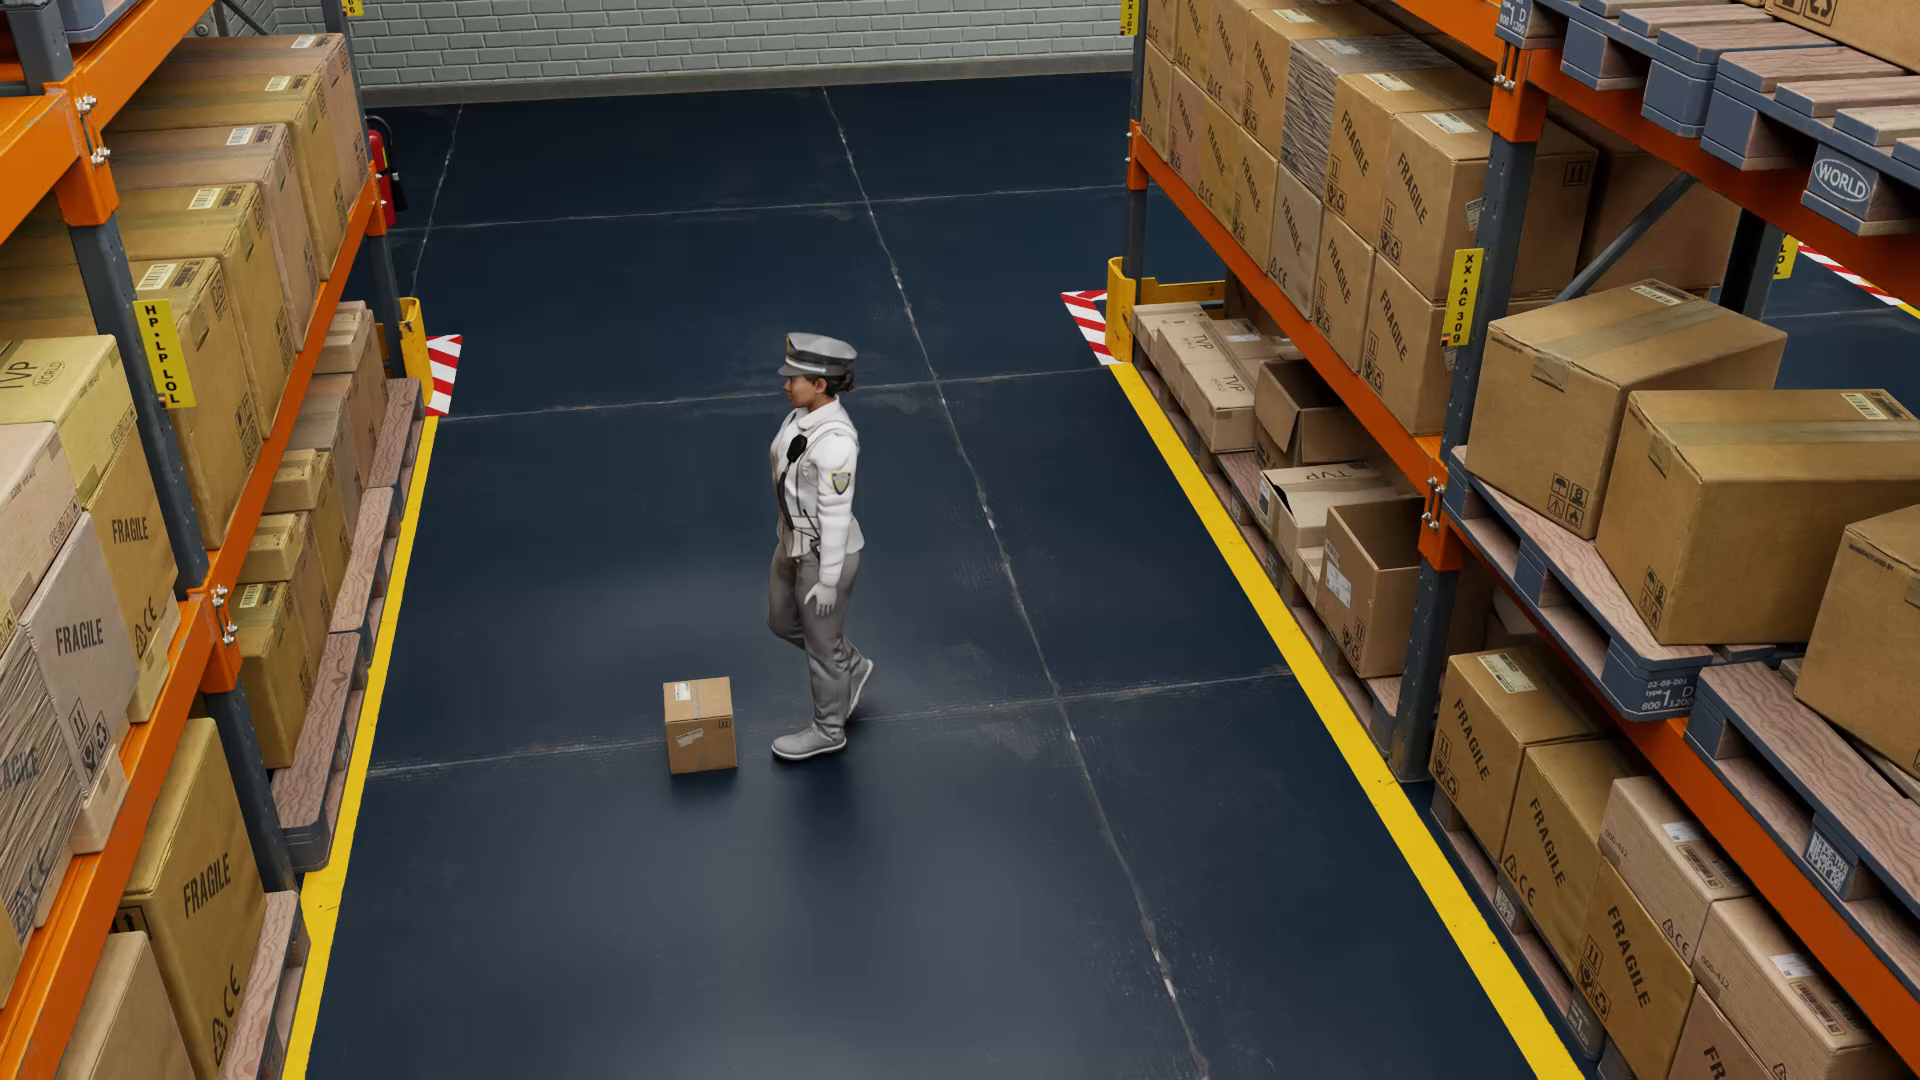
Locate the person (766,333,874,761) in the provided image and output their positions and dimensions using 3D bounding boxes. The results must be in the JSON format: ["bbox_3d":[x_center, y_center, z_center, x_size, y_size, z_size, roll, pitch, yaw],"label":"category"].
[{"bbox_3d":[-0.507,0.047,6.021,0.470,1.682,0.503,-10,32,-16],"label":"person"}]
